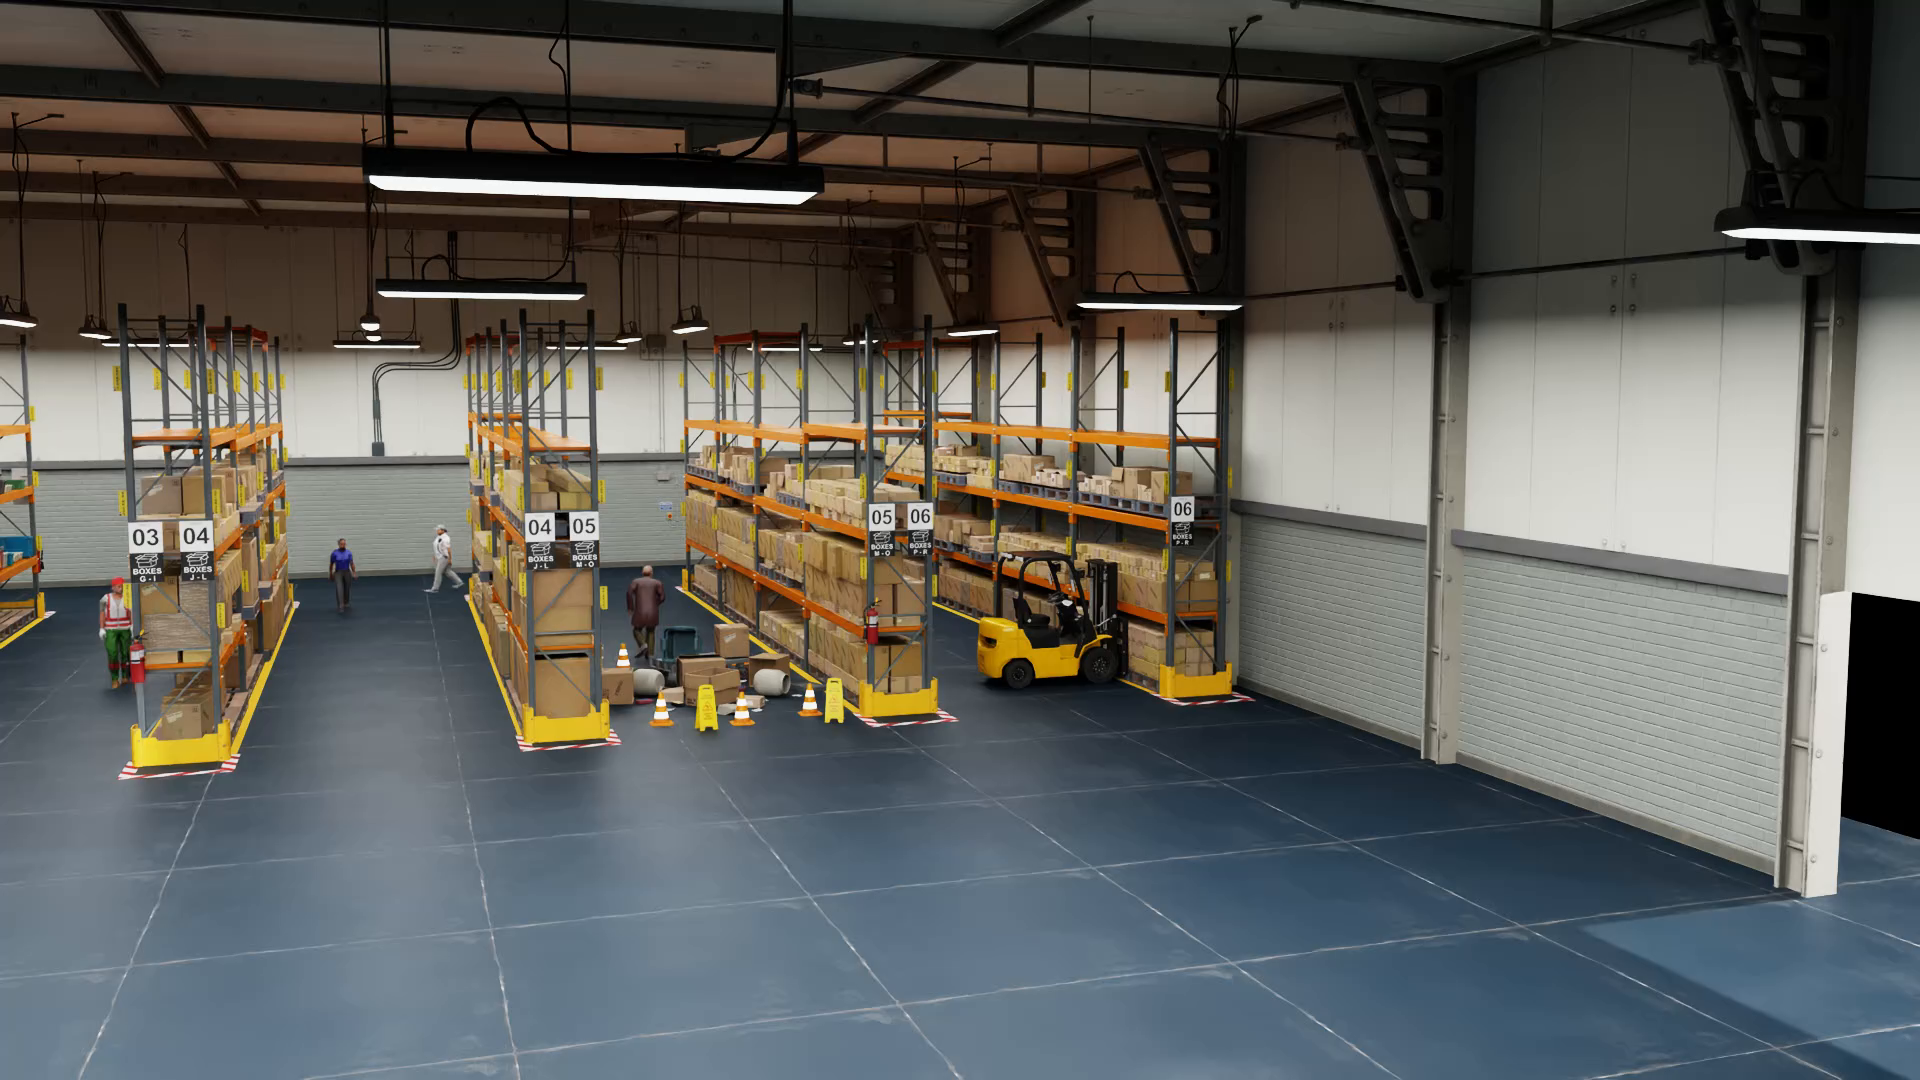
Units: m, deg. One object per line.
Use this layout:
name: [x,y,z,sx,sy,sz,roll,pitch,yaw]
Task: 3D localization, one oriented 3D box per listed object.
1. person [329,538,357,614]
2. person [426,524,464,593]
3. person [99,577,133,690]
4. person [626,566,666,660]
person: [-13.438,0.755,36.207,0.551,1.595,1.021,-2,6,-22]
person: [-12.319,0.430,39.722,0.985,1.629,0.506,-4,7,-39]
person: [-13.843,1.526,27.393,0.563,1.805,0.670,-4,6,-33]
person: [-5.690,1.317,30.177,0.704,1.668,0.807,-2,6,-19]
